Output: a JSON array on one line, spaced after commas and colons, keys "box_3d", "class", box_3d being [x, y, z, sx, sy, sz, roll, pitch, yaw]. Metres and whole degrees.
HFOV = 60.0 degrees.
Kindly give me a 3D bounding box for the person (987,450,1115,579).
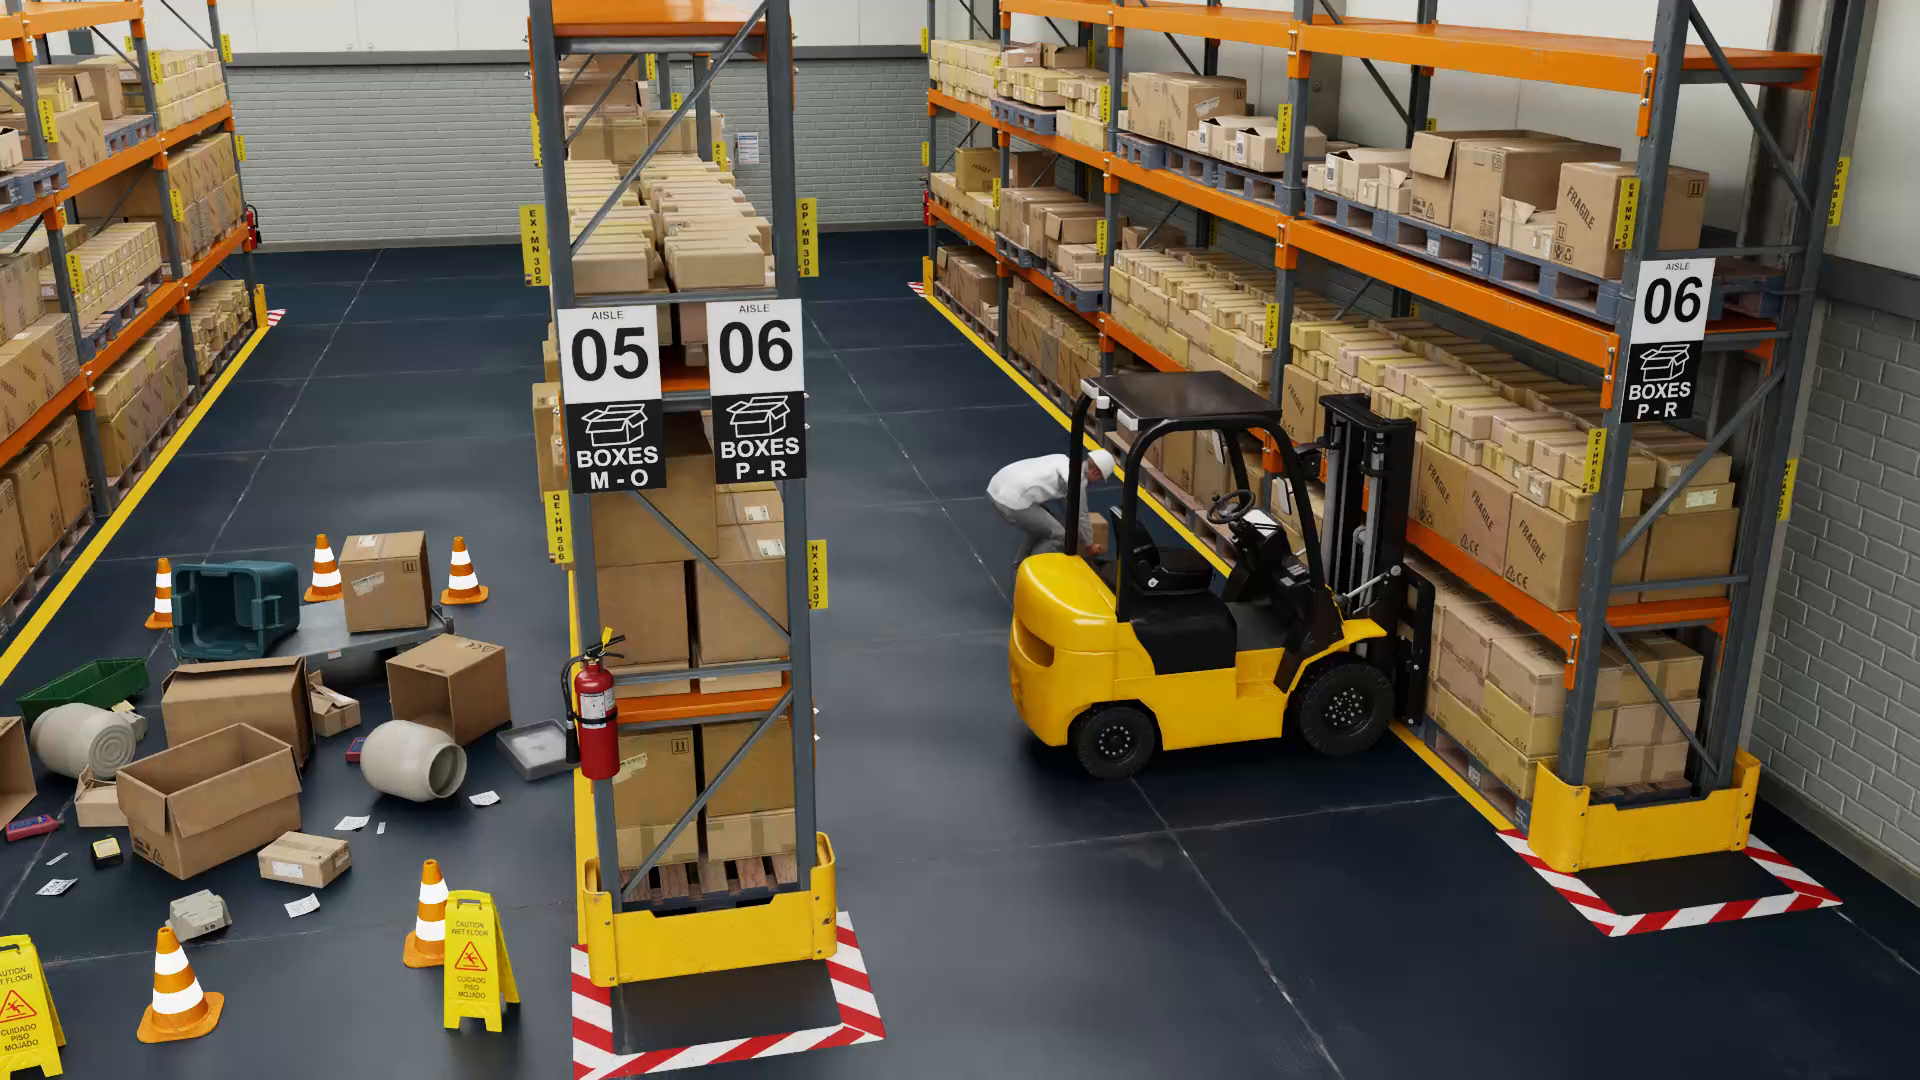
[{"box_3d": [0.705, -0.170, 12.677, 0.991, 0.997, 0.505, -5, 20, -15], "class": "person"}]
